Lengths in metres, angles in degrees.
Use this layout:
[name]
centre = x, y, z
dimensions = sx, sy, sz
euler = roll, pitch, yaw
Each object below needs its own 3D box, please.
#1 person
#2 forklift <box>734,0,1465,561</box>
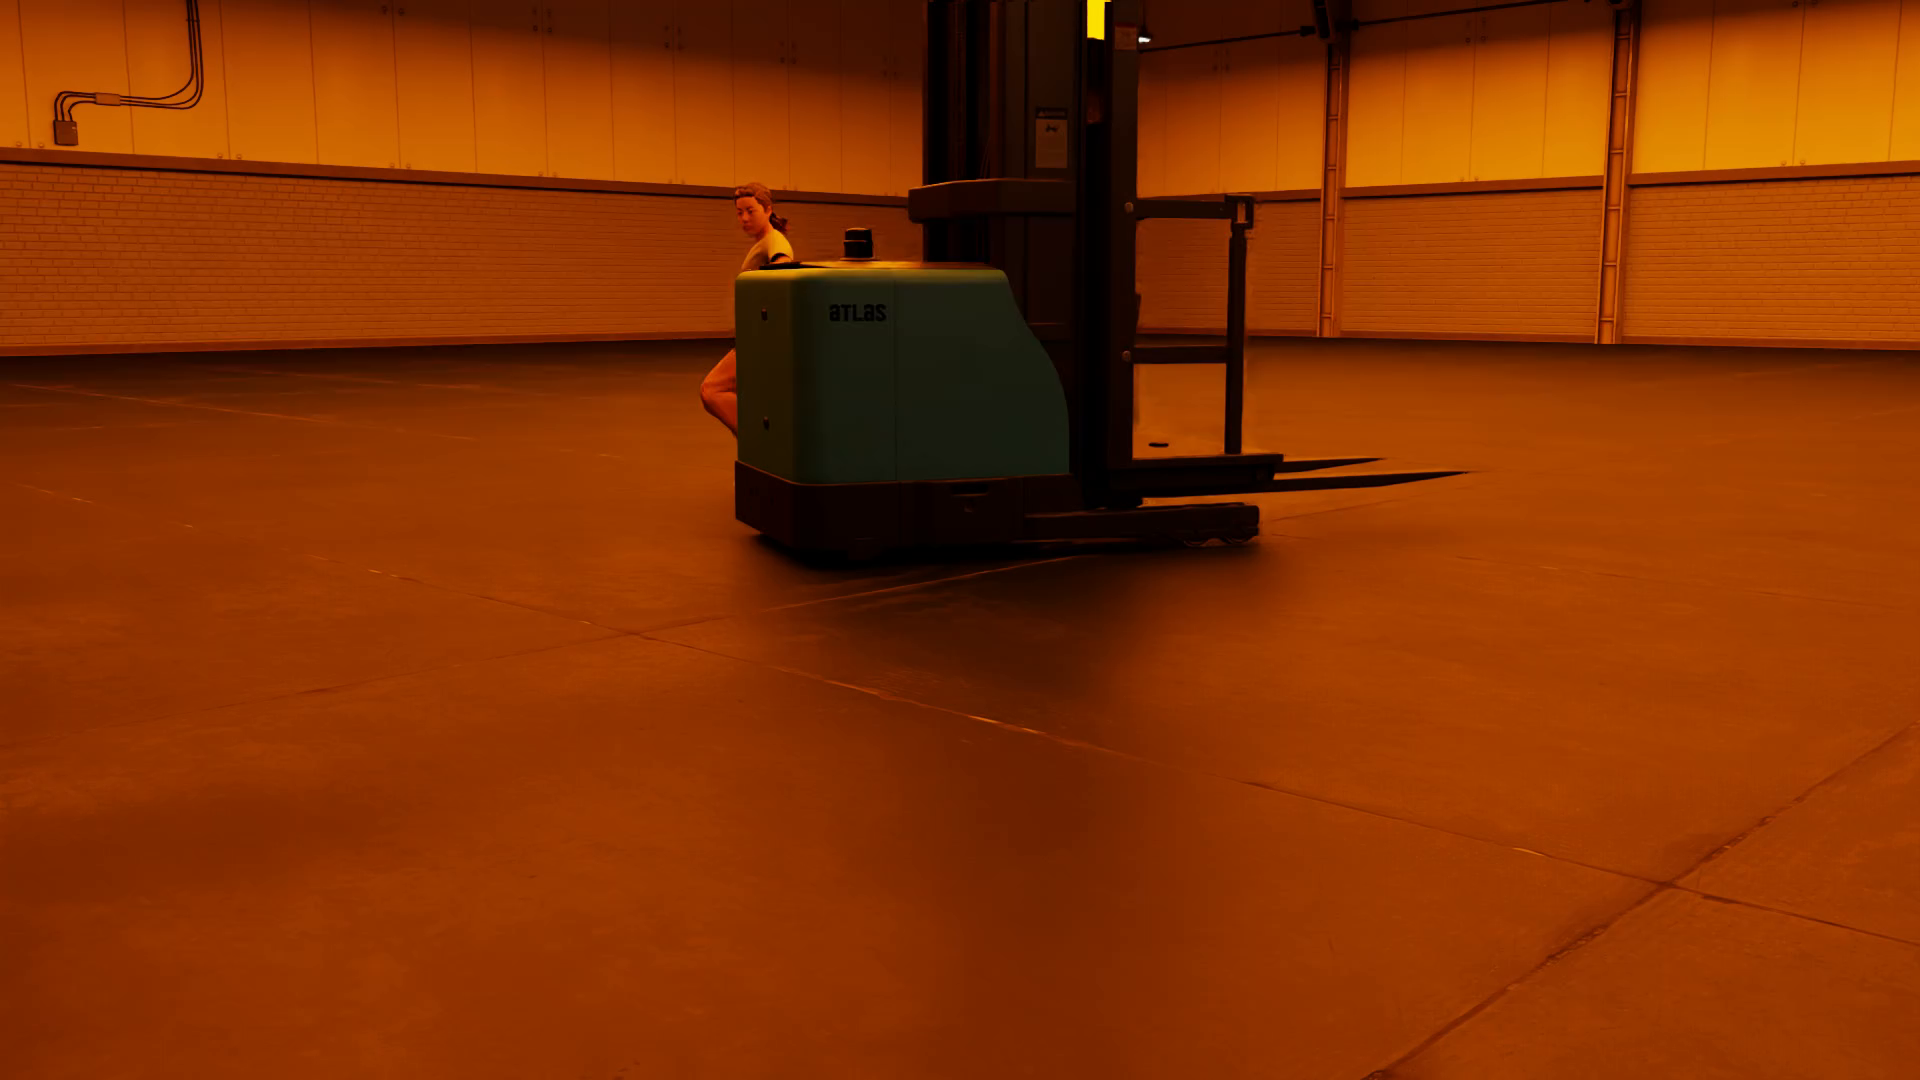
[person]
centre = -0.989, -0.989, 8.276
dimensions = 0.502, 1.557, 0.972
euler = 0, 9, 3
[forklift]
centre = 0.649, -1.487, 6.749
dimensions = 3.031, 2.935, 1.130
euler = -3, 9, -21
